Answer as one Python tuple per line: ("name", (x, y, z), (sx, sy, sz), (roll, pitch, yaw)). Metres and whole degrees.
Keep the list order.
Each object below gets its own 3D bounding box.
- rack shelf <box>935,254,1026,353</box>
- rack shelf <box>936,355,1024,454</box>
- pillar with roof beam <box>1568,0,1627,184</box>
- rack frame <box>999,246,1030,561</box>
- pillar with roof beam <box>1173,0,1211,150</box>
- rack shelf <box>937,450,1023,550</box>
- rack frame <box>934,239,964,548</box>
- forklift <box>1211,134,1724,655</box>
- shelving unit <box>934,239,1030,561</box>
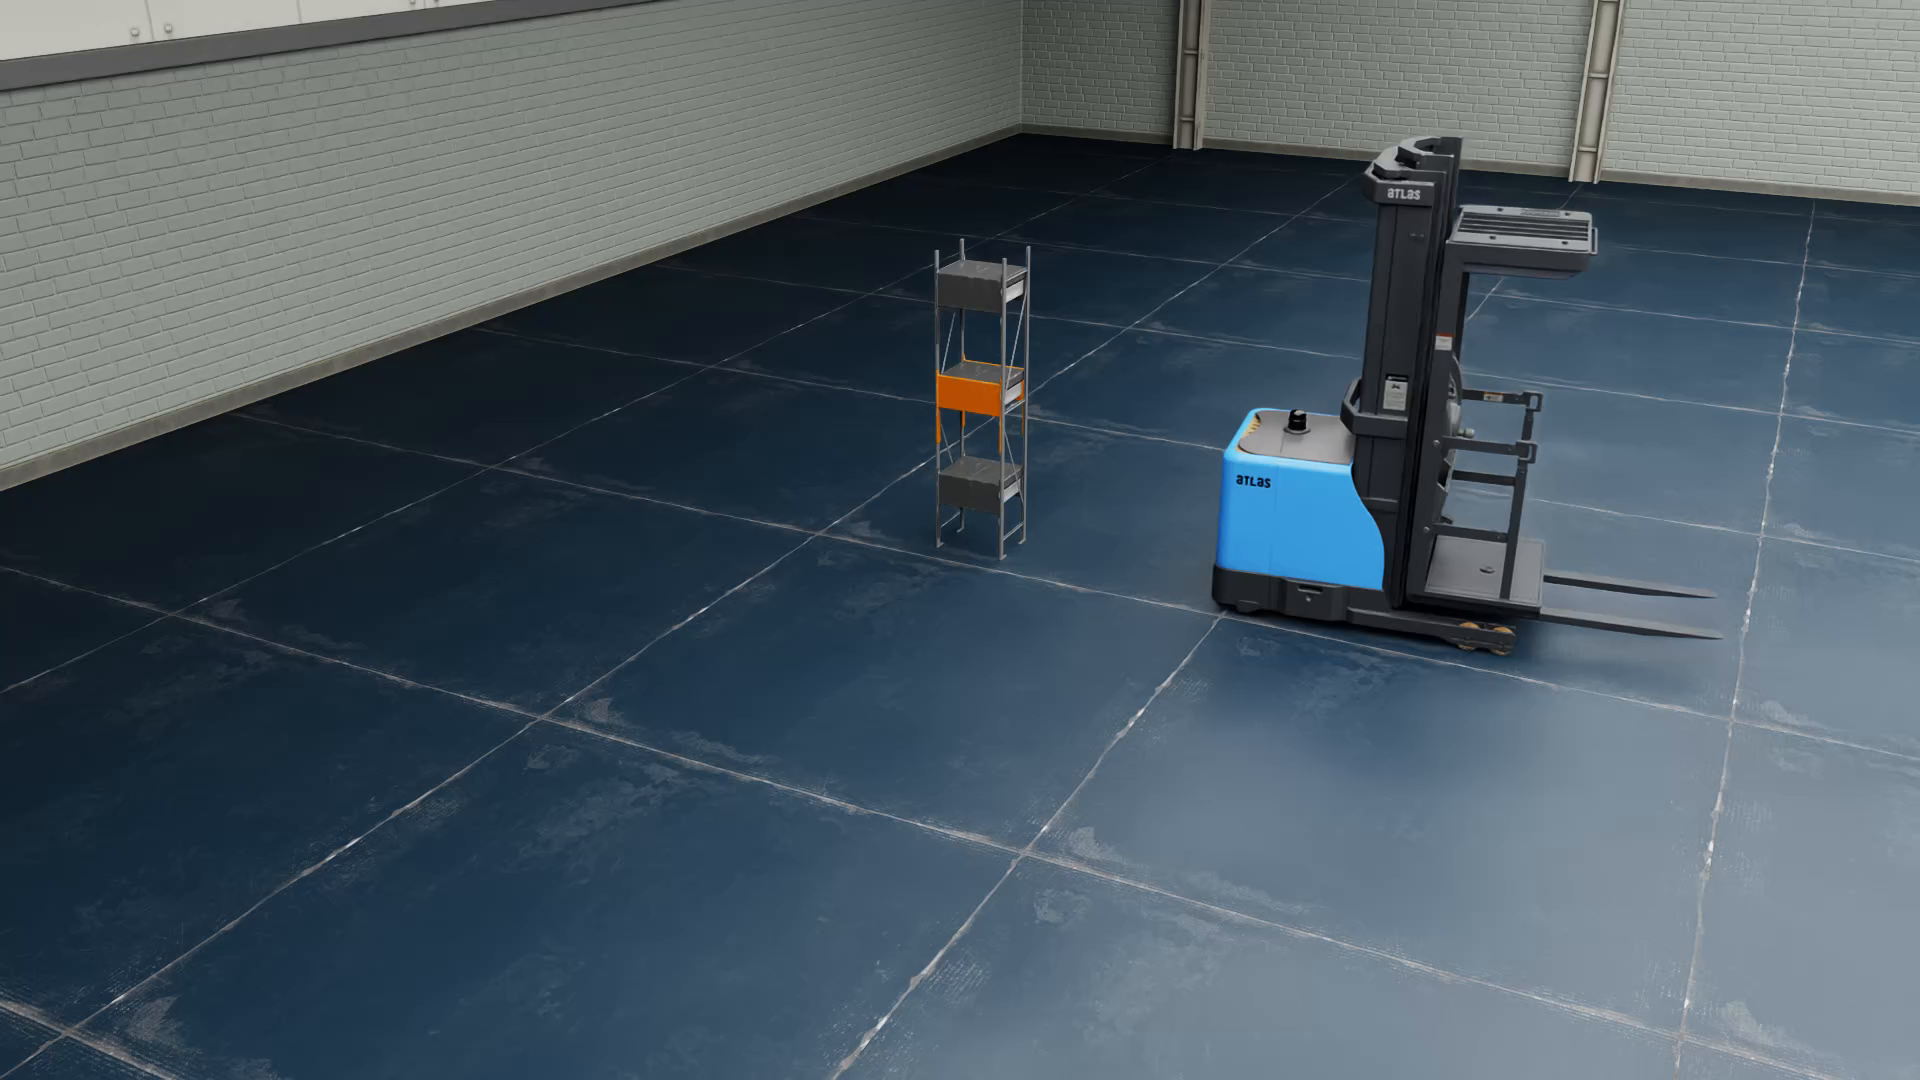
("rack shelf", (0.148, -1.569, 11.002), (0.480, 0.518, 0.431), (11, 25, 25))
("rack shelf", (0.148, -0.924, 11.276), (0.480, 0.518, 0.431), (11, 25, 25))
("pillar with roof beam", (7.025, -7.802, 18.597), (0.400, 9.000, 9.100), (11, 25, 25))
("rack frame", (0.365, -0.894, 11.169), (0.015, 2.100, 0.400), (11, 25, 25))
("pillar with roof beam", (1.671, -8.862, 21.089), (0.400, 9.000, 9.100), (11, 25, 25))
("rack shelf", (0.148, -0.280, 11.550), (0.480, 0.518, 0.431), (11, 25, 25))
("rack frame", (-0.070, -0.980, 11.372), (0.015, 2.100, 0.400), (11, 25, 25))
("forklift", (3.192, -0.885, 10.085), (3.031, 2.935, 1.130), (8, 24, 18))
("shelving unit", (0.148, -0.937, 11.270), (0.503, 2.100, 0.431), (11, 25, 25))
